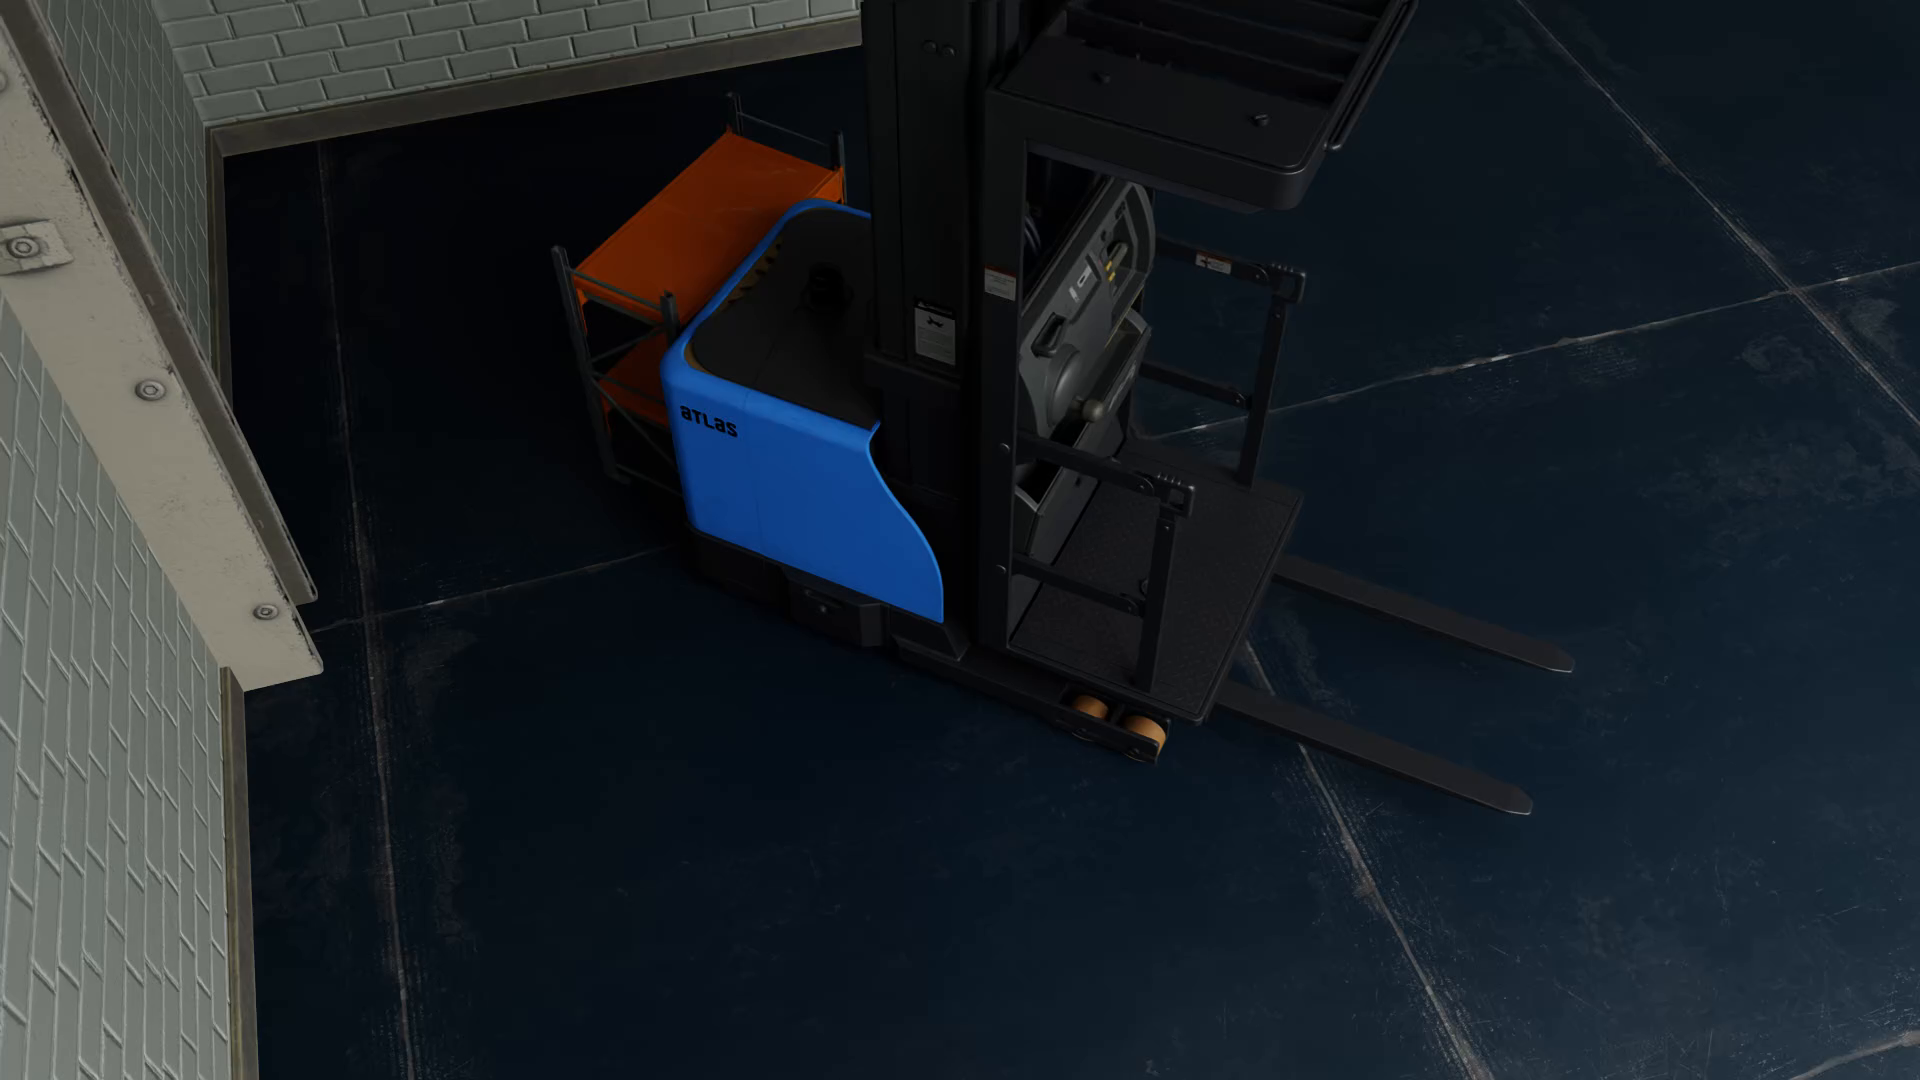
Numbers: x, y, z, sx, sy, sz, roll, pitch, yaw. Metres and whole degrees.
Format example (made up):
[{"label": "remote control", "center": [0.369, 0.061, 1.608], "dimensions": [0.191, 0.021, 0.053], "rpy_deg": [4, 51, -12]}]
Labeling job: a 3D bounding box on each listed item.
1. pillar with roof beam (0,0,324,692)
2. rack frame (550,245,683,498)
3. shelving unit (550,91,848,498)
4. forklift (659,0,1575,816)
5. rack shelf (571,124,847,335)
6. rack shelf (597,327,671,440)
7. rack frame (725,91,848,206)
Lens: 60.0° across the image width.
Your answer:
[{"label": "pillar with roof beam", "center": [1.665, -3.517, 3.329], "dimensions": [9.100, 9.000, 0.400], "rpy_deg": [-13, 51, -11]}, {"label": "rack frame", "center": [-1.159, -0.530, 5.961], "dimensions": [0.500, 1.125, 0.032], "rpy_deg": [24, 54, 19]}, {"label": "shelving unit", "center": [-0.903, -0.866, 6.244], "dimensions": [0.538, 1.125, 1.048], "rpy_deg": [24, 54, 19]}, {"label": "forklift", "center": [0.568, -0.664, 4.893], "dimensions": [3.031, 2.935, 1.130], "rpy_deg": [20, 53, 16]}, {"label": "rack shelf", "center": [-0.903, -1.054, 6.020], "dimensions": [0.538, 0.278, 1.000], "rpy_deg": [24, 54, 19]}, {"label": "rack shelf", "center": [-0.903, -0.708, 6.431], "dimensions": [0.538, 0.278, 1.000], "rpy_deg": [24, 54, 19]}, {"label": "rack frame", "center": [-0.647, -1.202, 6.527], "dimensions": [0.500, 1.125, 0.032], "rpy_deg": [24, 54, 19]}]
